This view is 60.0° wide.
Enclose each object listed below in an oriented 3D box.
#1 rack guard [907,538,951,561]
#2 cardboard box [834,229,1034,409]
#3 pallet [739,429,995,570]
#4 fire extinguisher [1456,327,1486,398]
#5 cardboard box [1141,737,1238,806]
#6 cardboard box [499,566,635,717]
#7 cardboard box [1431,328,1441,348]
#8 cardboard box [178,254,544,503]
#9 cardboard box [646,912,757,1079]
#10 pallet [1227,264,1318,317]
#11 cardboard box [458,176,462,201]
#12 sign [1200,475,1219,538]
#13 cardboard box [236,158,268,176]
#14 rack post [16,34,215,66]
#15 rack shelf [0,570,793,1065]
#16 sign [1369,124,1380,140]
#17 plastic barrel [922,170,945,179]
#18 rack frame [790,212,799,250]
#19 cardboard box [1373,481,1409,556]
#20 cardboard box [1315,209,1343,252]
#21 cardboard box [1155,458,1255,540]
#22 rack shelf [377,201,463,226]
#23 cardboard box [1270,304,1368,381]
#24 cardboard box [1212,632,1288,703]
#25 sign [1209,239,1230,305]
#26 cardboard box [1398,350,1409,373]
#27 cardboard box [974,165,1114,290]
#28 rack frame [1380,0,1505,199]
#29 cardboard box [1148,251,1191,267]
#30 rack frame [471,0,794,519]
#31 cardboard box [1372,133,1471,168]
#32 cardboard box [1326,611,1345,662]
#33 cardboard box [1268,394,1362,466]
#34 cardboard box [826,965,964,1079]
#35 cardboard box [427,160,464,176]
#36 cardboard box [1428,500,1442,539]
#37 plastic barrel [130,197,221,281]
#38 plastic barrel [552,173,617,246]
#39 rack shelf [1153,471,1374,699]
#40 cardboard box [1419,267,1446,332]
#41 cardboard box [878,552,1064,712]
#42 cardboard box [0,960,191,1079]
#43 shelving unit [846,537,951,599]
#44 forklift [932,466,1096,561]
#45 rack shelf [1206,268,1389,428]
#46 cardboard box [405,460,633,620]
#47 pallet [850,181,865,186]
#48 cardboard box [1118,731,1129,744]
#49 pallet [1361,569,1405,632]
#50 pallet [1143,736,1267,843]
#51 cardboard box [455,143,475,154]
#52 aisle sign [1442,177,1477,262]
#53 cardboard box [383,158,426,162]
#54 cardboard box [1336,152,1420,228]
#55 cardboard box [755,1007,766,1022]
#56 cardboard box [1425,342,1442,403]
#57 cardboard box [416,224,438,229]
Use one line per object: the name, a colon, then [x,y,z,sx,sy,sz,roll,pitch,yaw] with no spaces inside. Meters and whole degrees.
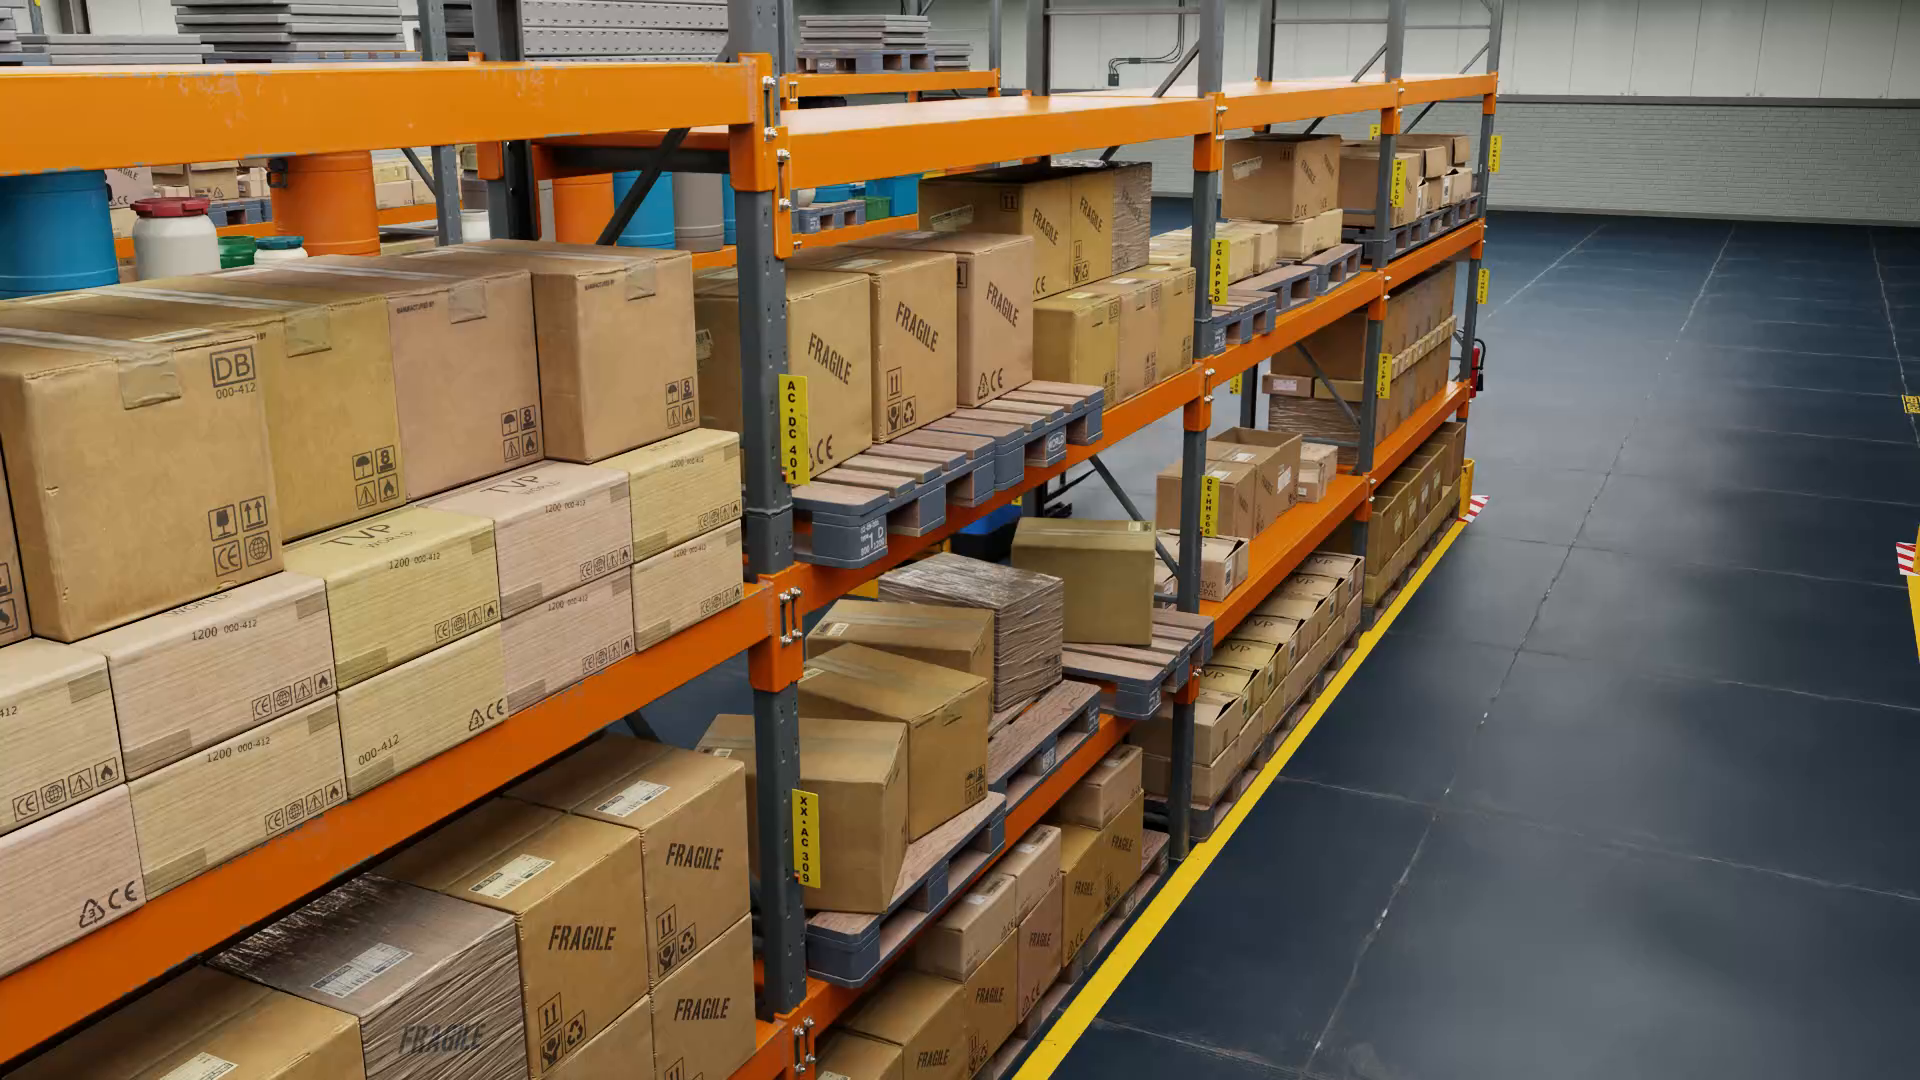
rack guard: [-0.355,0.083,14.532,0.587,0.250,0.087,8,18,25]
cardboard box: [-0.095,-0.899,6.651,0.600,0.600,0.600,7,18,23]
pallet: [-0.625,-0.210,5.750,1.213,0.211,1.003,8,18,25]
fire extinguisher: [4.851,-1.695,15.825,0.296,0.674,0.183,8,18,25]
cardboard box: [1.305,1.297,9.706,0.500,0.250,0.500,8,18,25]
cardboard box: [-1.192,0.213,4.260,0.500,0.250,0.500,8,18,25]
cardboard box: [4.038,-1.803,14.737,0.380,0.149,0.250,8,18,26]
cardboard box: [-1.513,-0.432,4.236,0.700,0.500,0.500,8,18,25]
cardboard box: [-0.973,1.407,5.068,0.500,0.500,0.500,8,19,26]
pallet: [1.528,-1.540,10.231,1.003,0.211,1.213,9,19,28]
cardboard box: [-5.372,-3.712,17.476,0.500,0.250,0.500,7,18,23]
sign: [1.297,-0.174,8.673,0.100,0.325,0.005,8,18,25]
cardboard box: [-6.564,-3.585,15.866,0.797,0.503,0.637,7,18,23]
rack post: [-4.619,-2.504,8.753,0.937,0.300,0.954,10,19,31]
rack shelf: [-1.873,0.712,3.581,1.077,0.370,4.000,8,18,25]
sign: [3.889,-3.728,15.592,0.100,0.325,0.005,8,18,25]
plastic barrel: [-0.443,-3.815,16.491,0.600,0.588,0.600,0,17,0]
rack frame: [-1.835,-1.374,14.606,1.000,3.000,0.127,8,18,25]
cardboard box: [3.299,-0.192,13.402,0.500,0.500,0.500,8,18,25]
cardboard box: [2.311,-2.154,11.492,0.500,0.250,0.500,10,19,31]
cardboard box: [1.543,-0.201,10.483,0.500,0.500,0.500,7,18,22]
rack shelf: [-5.372,-3.606,18.118,1.077,0.370,4.000,8,18,25]
cardboard box: [2.788,-1.526,12.666,0.700,0.500,0.500,8,18,26]
cardboard box: [1.762,0.764,10.517,0.500,0.311,0.500,8,18,24]
sign: [1.292,-1.340,8.316,0.100,0.325,0.005,8,18,25]
cardboard box: [3.461,-1.474,13.629,0.380,0.149,0.250,8,18,24]
cardboard box: [0.379,-1.449,7.659,0.500,0.500,0.500,8,18,25]
rack frame: [4.382,-4.637,15.058,1.000,3.000,0.127,8,18,25]
cardboard box: [0.960,-1.414,8.999,0.500,0.250,0.500,7,18,21]
rack frame: [-0.980,-1.581,4.767,1.000,3.000,0.127,8,18,25]
cardboard box: [4.122,-3.371,14.899,0.797,0.503,0.637,10,19,29]
cardboard box: [2.442,0.645,11.900,0.500,0.250,0.500,8,18,25]
cardboard box: [2.788,-0.904,12.850,0.700,0.500,0.500,8,18,24]
cardboard box: [-0.317,2.053,6.687,0.500,0.500,0.500,8,18,26]
cardboard box: [-5.378,-3.872,17.313,0.380,0.149,0.250,8,18,24]
cardboard box: [3.973,-0.214,14.794,0.500,0.250,0.500,8,18,25]
plastic barrel: [-4.279,-1.588,9.085,0.433,0.535,0.433,0,17,0]
plastic barrel: [-2.769,-2.347,11.860,0.600,0.830,0.708,8,18,25]
rack shelf: [1.701,0.112,10.869,1.077,0.370,4.000,8,18,25]
cardboard box: [3.909,-2.166,14.819,0.700,0.500,0.500,8,18,24]
cardboard box: [0.048,0.411,7.686,0.700,0.500,0.500,12,21,36]
cardboard box: [-2.132,1.246,3.854,0.500,0.500,0.500,9,19,27]
shelving unit: [-0.578,-0.390,13.927,0.587,1.500,1.083,8,18,25]
forklift: [0.415,-1.591,15.459,1.130,2.935,3.031,8,18,25]
rack shelf: [1.701,-1.326,10.442,1.077,0.370,4.000,8,18,25]
cardboard box: [-1.180,-0.025,4.183,0.500,0.250,0.500,8,18,25]
pallet: [-0.504,-3.542,16.969,1.003,0.211,1.213,8,18,25]
cardboard box: [0.822,0.960,9.858,0.500,0.311,0.500,9,19,27]
pallet: [2.988,0.397,13.542,1.003,0.211,1.213,8,18,25]
pallet: [1.211,1.408,10.137,1.003,0.211,1.213,8,18,25]
cardboard box: [-5.383,-4.547,18.446,0.500,0.500,0.500,8,18,25]
aisle sign: [4.675,-2.987,15.472,0.394,0.787,0.004,8,18,25]
cardboard box: [-5.861,-3.942,17.548,0.380,0.149,0.250,9,19,27]
cardboard box: [3.056,-2.591,12.279,0.500,0.500,0.500,10,19,30]
cardboard box: [-1.015,2.120,6.460,0.500,0.500,0.500,8,18,25]
cardboard box: [3.932,-1.558,15.050,0.700,0.500,0.500,9,19,27]
cardboard box: [-5.638,-3.205,18.318,0.500,0.500,0.500,8,18,25]
